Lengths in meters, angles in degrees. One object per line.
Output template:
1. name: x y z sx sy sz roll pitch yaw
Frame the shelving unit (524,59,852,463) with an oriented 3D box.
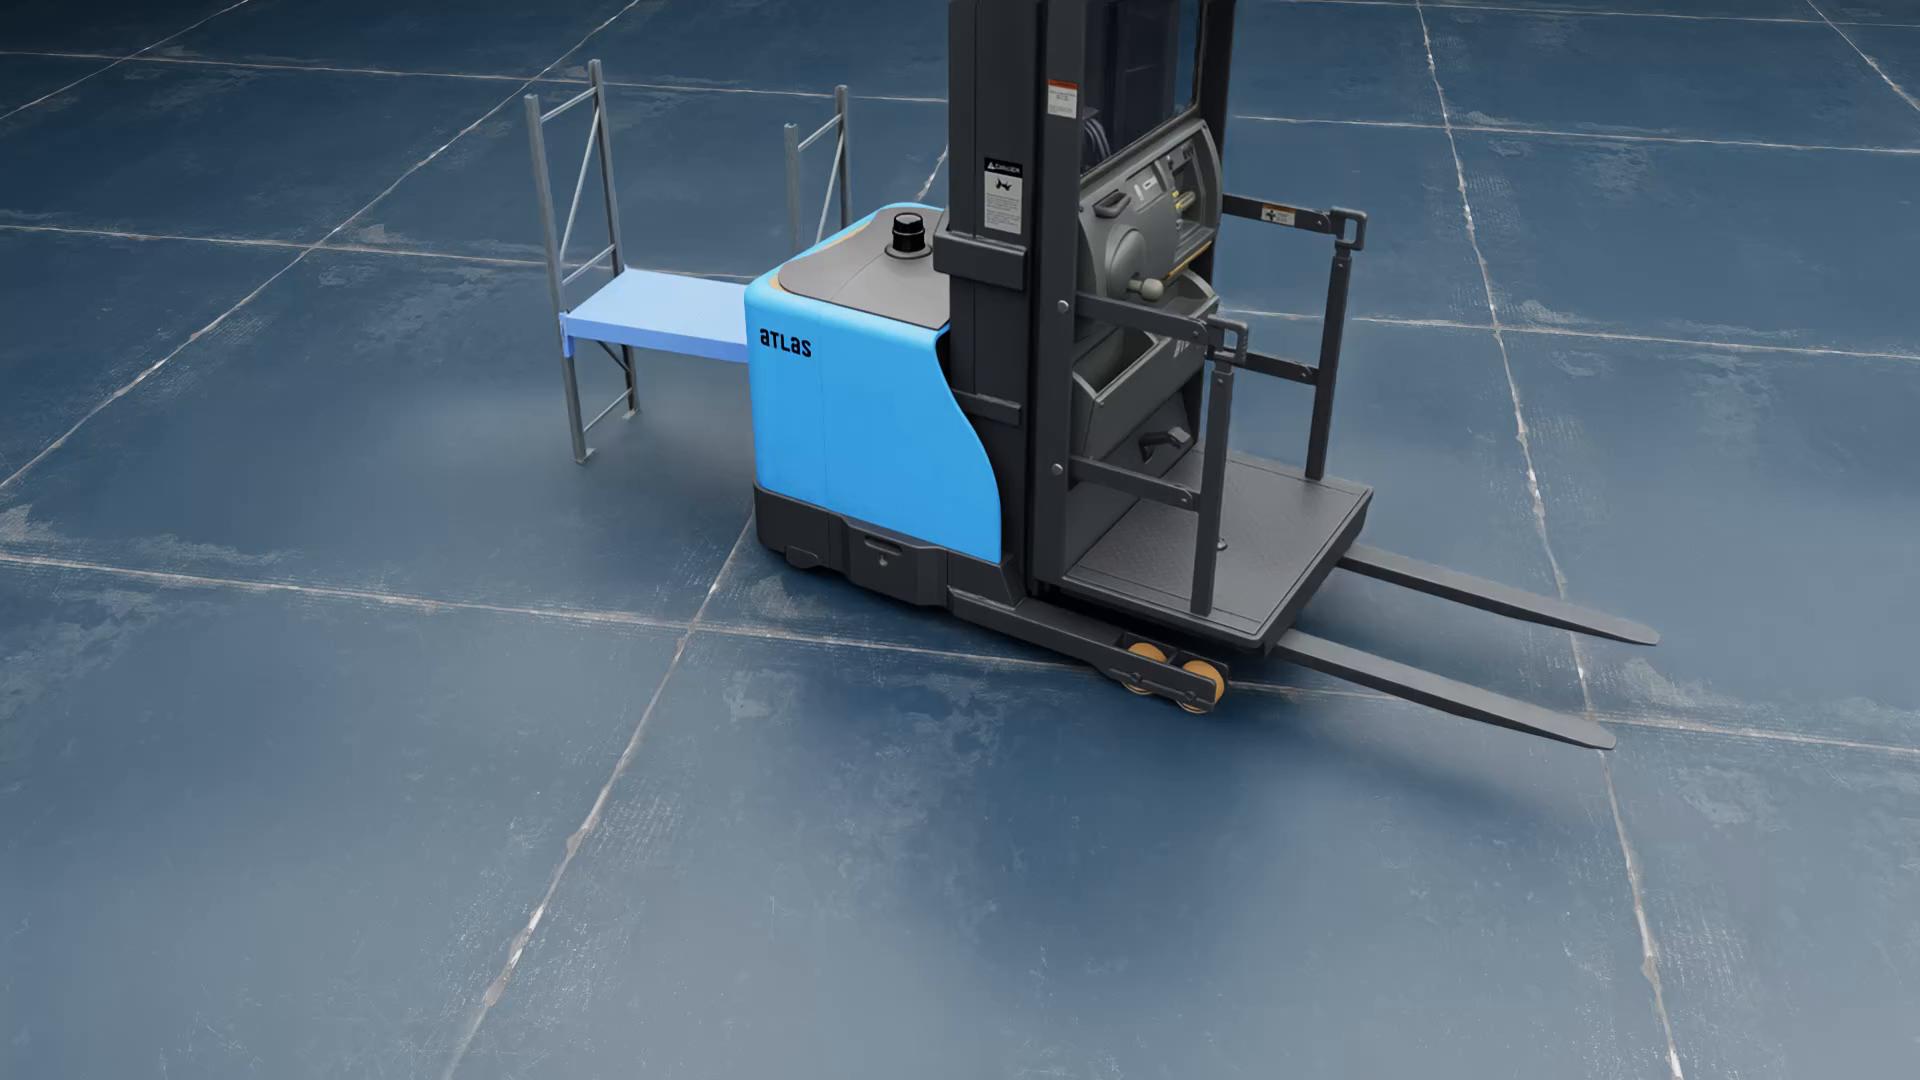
1. shelving unit: -0.988 -0.988 6.414 1.048 1.500 0.538 10 33 16

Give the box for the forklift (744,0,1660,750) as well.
1. forklift: 0.780 -1.007 5.096 3.031 2.935 1.130 18 36 26

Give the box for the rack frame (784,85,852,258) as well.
1. rack frame: -0.507 -0.900 6.275 0.032 1.500 0.500 10 33 16

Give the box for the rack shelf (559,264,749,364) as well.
1. rack shelf: -0.988 -0.835 6.510 1.000 0.185 0.538 10 33 16

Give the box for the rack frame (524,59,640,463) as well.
1. rack frame: -1.469 -1.075 6.553 0.032 1.500 0.500 10 33 16
